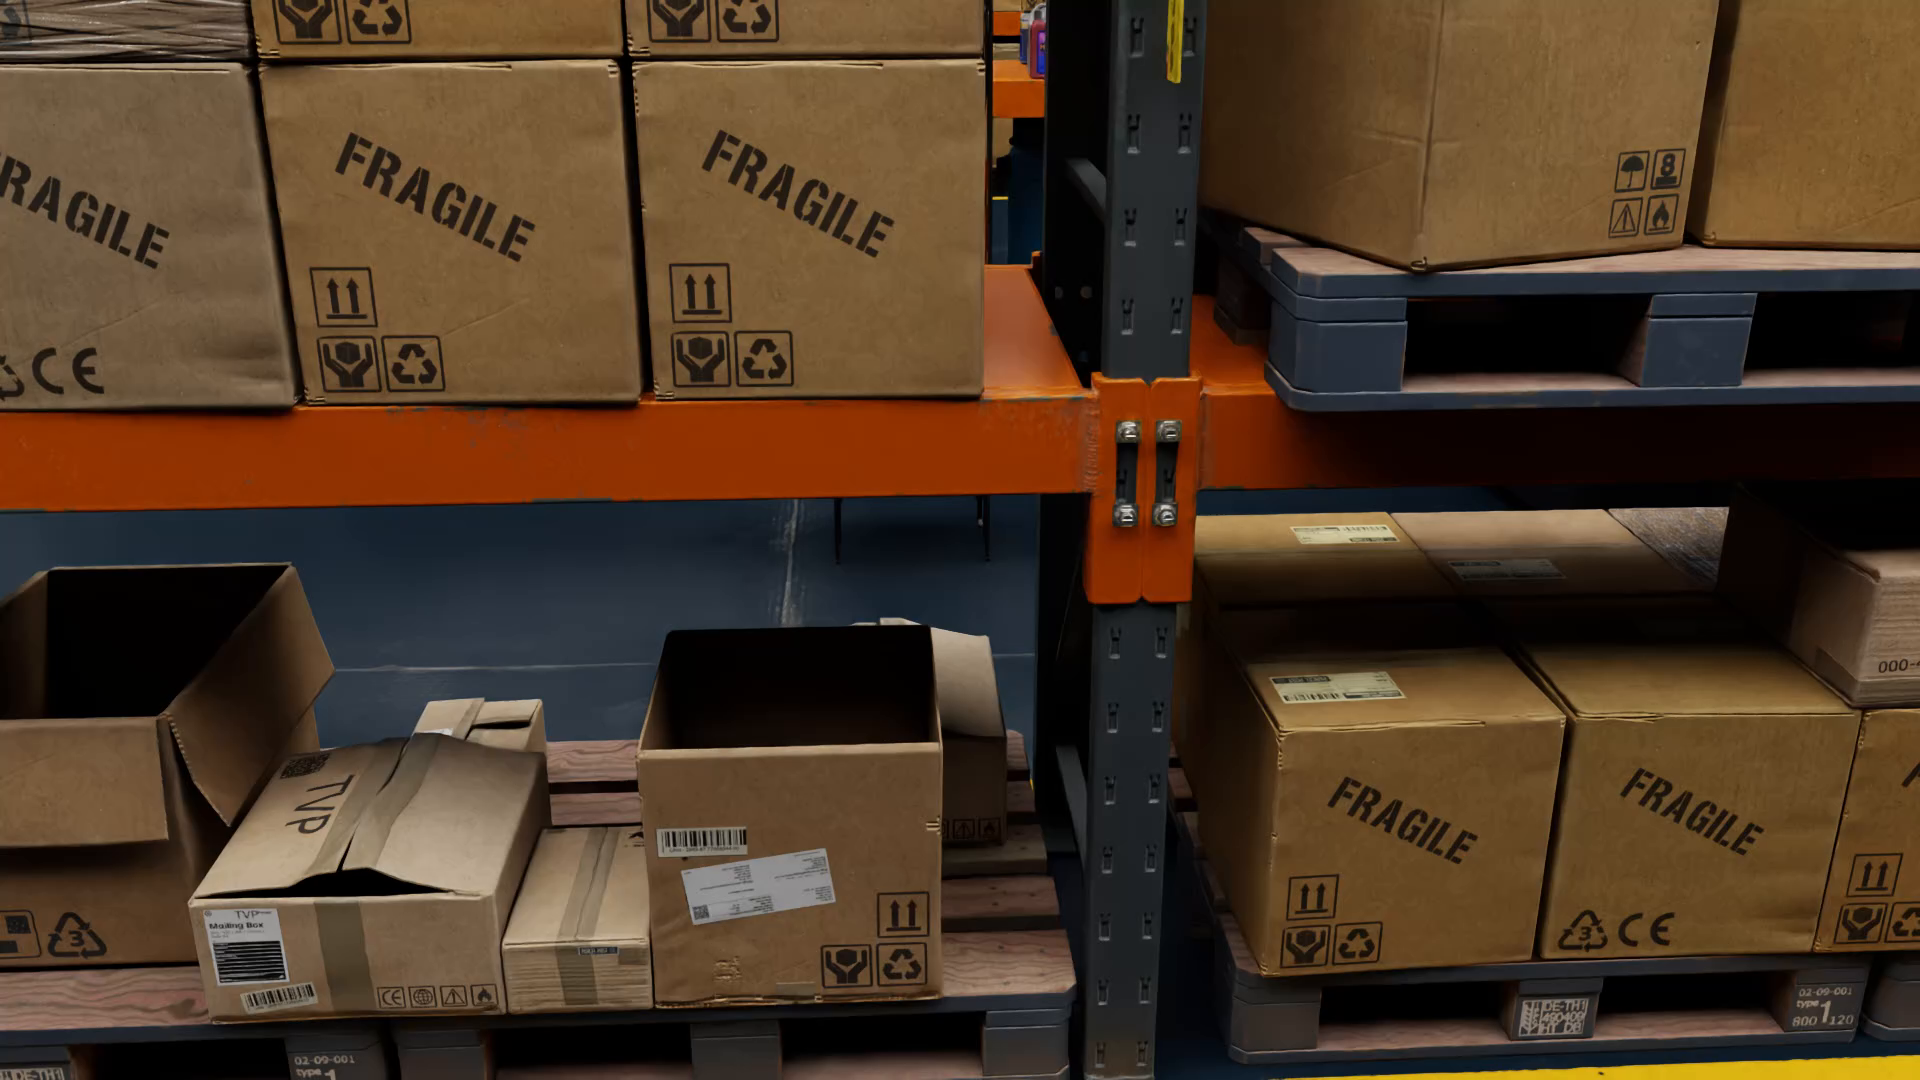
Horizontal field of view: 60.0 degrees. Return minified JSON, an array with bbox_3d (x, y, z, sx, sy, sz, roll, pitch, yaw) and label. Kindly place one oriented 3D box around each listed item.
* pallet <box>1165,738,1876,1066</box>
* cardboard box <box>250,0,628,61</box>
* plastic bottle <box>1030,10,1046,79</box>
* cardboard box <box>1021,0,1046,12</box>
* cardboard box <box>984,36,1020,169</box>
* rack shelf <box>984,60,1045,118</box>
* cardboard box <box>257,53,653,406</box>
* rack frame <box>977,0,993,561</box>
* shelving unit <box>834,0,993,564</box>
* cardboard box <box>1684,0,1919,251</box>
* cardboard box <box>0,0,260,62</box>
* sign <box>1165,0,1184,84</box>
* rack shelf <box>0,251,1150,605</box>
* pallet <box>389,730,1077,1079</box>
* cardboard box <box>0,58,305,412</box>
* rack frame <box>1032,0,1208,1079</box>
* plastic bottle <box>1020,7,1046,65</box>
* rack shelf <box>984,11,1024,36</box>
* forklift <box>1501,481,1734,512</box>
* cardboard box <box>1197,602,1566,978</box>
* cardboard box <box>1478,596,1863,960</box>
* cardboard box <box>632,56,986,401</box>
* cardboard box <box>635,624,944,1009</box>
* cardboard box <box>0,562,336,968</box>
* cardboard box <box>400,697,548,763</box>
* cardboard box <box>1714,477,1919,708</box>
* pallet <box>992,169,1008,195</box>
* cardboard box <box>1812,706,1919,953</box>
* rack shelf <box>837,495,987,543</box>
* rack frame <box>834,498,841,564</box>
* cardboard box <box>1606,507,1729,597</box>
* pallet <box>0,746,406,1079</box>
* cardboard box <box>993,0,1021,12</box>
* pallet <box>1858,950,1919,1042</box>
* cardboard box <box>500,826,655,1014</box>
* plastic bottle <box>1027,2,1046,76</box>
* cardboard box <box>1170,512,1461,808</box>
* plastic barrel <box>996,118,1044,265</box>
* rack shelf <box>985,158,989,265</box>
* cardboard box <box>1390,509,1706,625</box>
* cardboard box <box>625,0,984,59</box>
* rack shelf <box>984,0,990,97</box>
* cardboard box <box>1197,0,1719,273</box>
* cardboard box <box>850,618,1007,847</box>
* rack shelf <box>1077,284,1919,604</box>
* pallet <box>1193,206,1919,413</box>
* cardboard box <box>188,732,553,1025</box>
[{"bbox_3d":[1.071,0.684,3.527,1.213,0.211,1.003,-1,21,-3],"label":"pallet"},{"bbox_3d":[-0.740,-0.989,2.458,0.500,0.500,0.500,-2,21,-4],"label":"cardboard box"},{"bbox_3d":[0.373,-2.150,7.217,0.133,0.283,0.061,-1,21,-3],"label":"plastic bottle"},{"bbox_3d":[0.675,-4.086,11.997,0.500,0.500,0.500,-1,21,-3],"label":"cardboard box"},{"bbox_3d":[0.337,-3.332,12.552,0.875,0.875,1.225,-1,21,-3],"label":"cardboard box"},{"bbox_3d":[1.979,-2.053,7.809,4.000,0.370,1.077,-1,21,-3],"label":"rack shelf"},{"bbox_3d":[-0.738,-0.524,2.640,0.500,0.500,0.500,-1,21,-2],"label":"cardboard box"},{"bbox_3d":[0.078,-0.983,5.252,0.015,2.100,0.400,-1,21,-3],"label":"rack frame"},{"bbox_3d":[-0.165,-0.978,5.239,0.503,2.100,0.431,-1,21,-3],"label":"shelving unit"},{"bbox_3d":[1.430,-0.799,2.772,0.500,0.500,0.700,2,21,6],"label":"cardboard box"},{"bbox_3d":[-1.243,-0.979,2.432,0.500,0.500,0.500,-1,21,-3],"label":"cardboard box"},{"bbox_3d":[0.300,-0.801,2.292,0.005,0.325,0.100,-1,21,-3],"label":"sign"},{"bbox_3d":[-1.735,-0.212,2.974,4.000,0.370,1.077,-1,21,-3],"label":"rack shelf"},{"bbox_3d":[-0.424,0.728,3.413,1.213,0.211,1.003,-1,21,-3],"label":"pallet"},{"bbox_3d":[-1.250,-0.512,2.610,0.500,0.500,0.500,-1,21,-2],"label":"cardboard box"},{"bbox_3d":[0.261,-0.589,2.952,0.127,3.000,1.000,-1,21,-3],"label":"rack frame"},{"bbox_3d":[0.357,-2.414,7.919,0.135,0.276,0.152,-1,21,-3],"label":"plastic bottle"},{"bbox_3d":[1.696,-3.813,12.430,4.000,0.370,1.077,-1,21,-3],"label":"rack shelf"},{"bbox_3d":[3.429,-1.571,5.628,3.031,2.935,1.130,-3,21,-9],"label":"forklift"},{"bbox_3d":[0.758,0.450,3.117,0.500,0.500,0.500,-2,21,-5],"label":"cardboard box"},{"bbox_3d":[1.290,0.436,3.156,0.500,0.500,0.500,-1,21,-2],"label":"cardboard box"},{"bbox_3d":[-0.223,-0.534,2.669,0.500,0.500,0.500,-1,21,-2],"label":"cardboard box"},{"bbox_3d":[-0.291,0.486,3.024,0.500,0.500,0.500,-1,21,-3],"label":"cardboard box"},{"bbox_3d":[-1.614,0.412,3.213,0.637,0.503,0.797,-1,21,-3],"label":"cardboard box"},{"bbox_3d":[-1.033,0.482,3.502,0.250,0.166,0.380,-1,21,-3],"label":"cardboard box"},{"bbox_3d":[1.757,0.080,3.037,0.500,0.250,0.500,-1,21,-3],"label":"cardboard box"},{"bbox_3d":[0.466,-2.847,12.803,1.213,0.211,1.003,-1,21,-3],"label":"pallet"},{"bbox_3d":[1.789,0.428,3.176,0.500,0.500,0.500,-1,21,-2],"label":"cardboard box"},{"bbox_3d":[-0.165,-0.311,5.492,0.480,0.518,0.431,-1,21,-3],"label":"rack shelf"},{"bbox_3d":[-0.409,-0.973,5.226,0.015,2.100,0.400,-1,21,-3],"label":"rack frame"},{"bbox_3d":[1.732,0.245,3.658,0.500,0.500,0.500,-1,21,-2],"label":"cardboard box"},{"bbox_3d":[-1.645,0.754,3.345,1.213,0.211,1.003,-1,21,-3],"label":"pallet"},{"bbox_3d":[0.173,-4.075,11.969,0.500,0.500,0.500,-1,21,-3],"label":"cardboard box"},{"bbox_3d":[2.292,0.658,3.595,1.213,0.211,1.003,-1,21,-3],"label":"pallet"},{"bbox_3d":[-0.662,0.679,3.010,0.250,0.149,0.380,-1,21,-3],"label":"cardboard box"},{"bbox_3d":[0.393,-2.218,7.302,0.185,0.351,0.144,-1,21,-3],"label":"plastic bottle"},{"bbox_3d":[0.738,0.262,3.613,0.500,0.500,0.500,-1,21,-3],"label":"cardboard box"},{"bbox_3d":[0.526,-1.569,7.886,0.708,0.901,0.600,-1,21,-3],"label":"plastic barrel"},{"bbox_3d":[-0.165,-0.965,5.243,0.480,0.518,0.431,-1,21,-3],"label":"rack shelf"},{"bbox_3d":[1.232,0.255,3.631,0.500,0.500,0.500,-1,21,-3],"label":"cardboard box"},{"bbox_3d":[-0.229,-1.001,2.488,0.500,0.500,0.500,-1,21,-3],"label":"cardboard box"},{"bbox_3d":[-0.165,-1.619,4.994,0.480,0.518,0.431,-1,21,-3],"label":"rack shelf"},{"bbox_3d":[0.747,-0.762,2.676,0.500,0.500,0.700,-9,22,-21],"label":"cardboard box"},{"bbox_3d":[-0.170,0.394,3.532,0.500,0.311,0.500,-1,21,-3],"label":"cardboard box"},{"bbox_3d":[2.258,-0.293,3.187,4.000,0.370,1.077,-1,21,-3],"label":"rack shelf"},{"bbox_3d":[1.065,-0.477,2.927,1.213,0.211,1.003,-1,21,-3],"label":"pallet"},{"bbox_3d":[-1.040,0.590,3.017,0.500,0.311,0.500,-1,21,-3],"label":"cardboard box"}]
